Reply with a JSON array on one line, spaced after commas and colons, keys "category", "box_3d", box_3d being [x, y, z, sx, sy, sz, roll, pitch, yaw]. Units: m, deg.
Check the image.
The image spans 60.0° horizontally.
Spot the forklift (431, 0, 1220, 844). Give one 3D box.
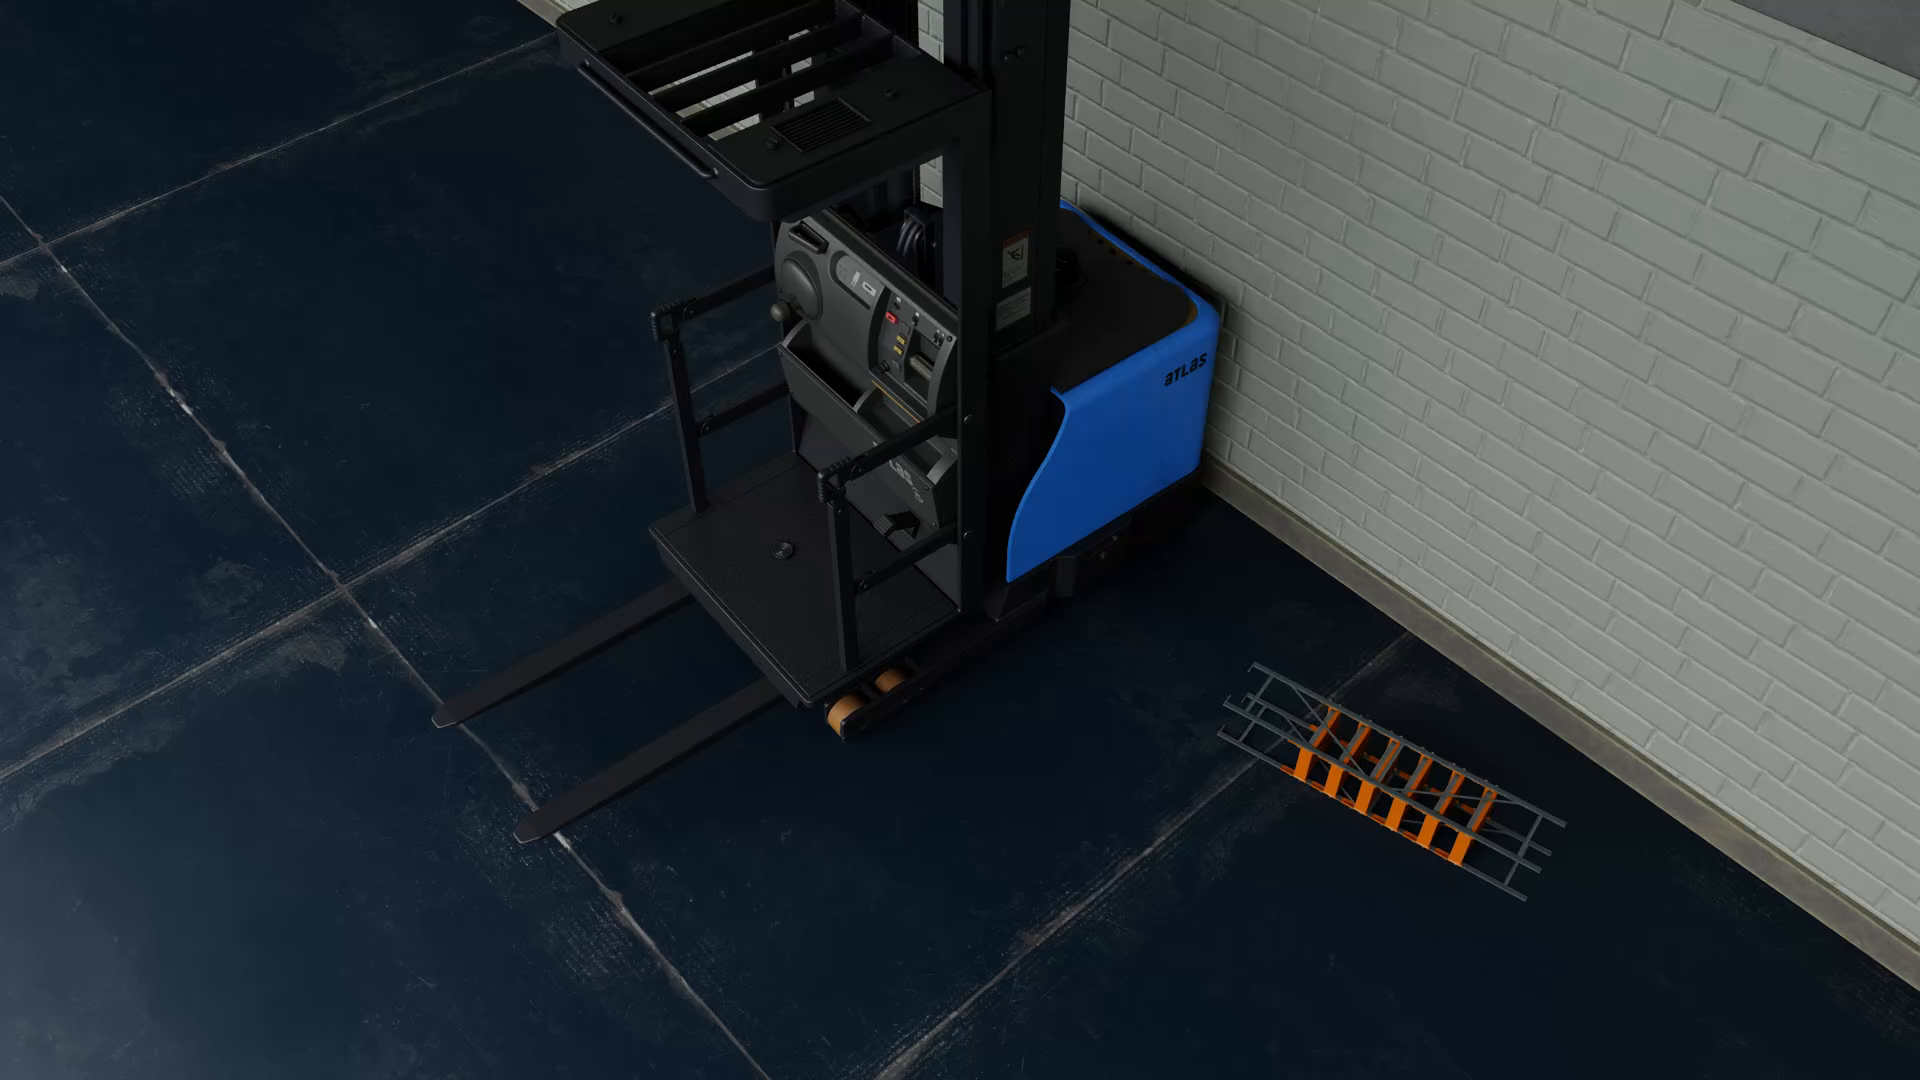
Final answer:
[{"category": "forklift", "box_3d": [-0.490, -0.709, 5.463, 3.031, 2.935, 1.130, -30, 54, -25]}]

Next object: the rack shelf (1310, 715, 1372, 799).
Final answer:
[{"category": "rack shelf", "box_3d": [1.372, 0.770, 5.958, 0.103, 0.180, 0.258, 28, 53, 23]}]

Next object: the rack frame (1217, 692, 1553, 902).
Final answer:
[{"category": "rack frame", "box_3d": [1.506, 0.902, 5.962, 1.200, 0.006, 0.240, 28, 53, 23]}]

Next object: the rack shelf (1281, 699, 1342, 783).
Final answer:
[{"category": "rack shelf", "box_3d": [1.274, 0.718, 6.005, 0.103, 0.180, 0.258, 28, 53, 23]}]

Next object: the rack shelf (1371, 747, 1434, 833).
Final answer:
[{"category": "rack shelf", "box_3d": [1.568, 0.873, 5.865, 0.103, 0.180, 0.258, 28, 53, 23]}]

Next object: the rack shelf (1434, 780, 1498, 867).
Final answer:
[{"category": "rack shelf", "box_3d": [1.764, 0.975, 5.772, 0.103, 0.180, 0.258, 28, 53, 23]}]

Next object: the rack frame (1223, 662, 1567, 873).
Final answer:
[{"category": "rack frame", "box_3d": [1.507, 0.778, 5.827, 1.200, 0.006, 0.240, 28, 53, 23]}]

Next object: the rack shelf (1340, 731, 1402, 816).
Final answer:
[{"category": "rack shelf", "box_3d": [1.470, 0.821, 5.912, 0.103, 0.180, 0.258, 28, 53, 23]}]

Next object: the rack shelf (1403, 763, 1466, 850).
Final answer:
[{"category": "rack shelf", "box_3d": [1.666, 0.924, 5.819, 0.103, 0.180, 0.258, 28, 53, 23]}]

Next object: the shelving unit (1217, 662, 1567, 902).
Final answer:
[{"category": "shelving unit", "box_3d": [1.506, 0.840, 5.895, 1.200, 0.189, 0.258, 28, 53, 23]}]
